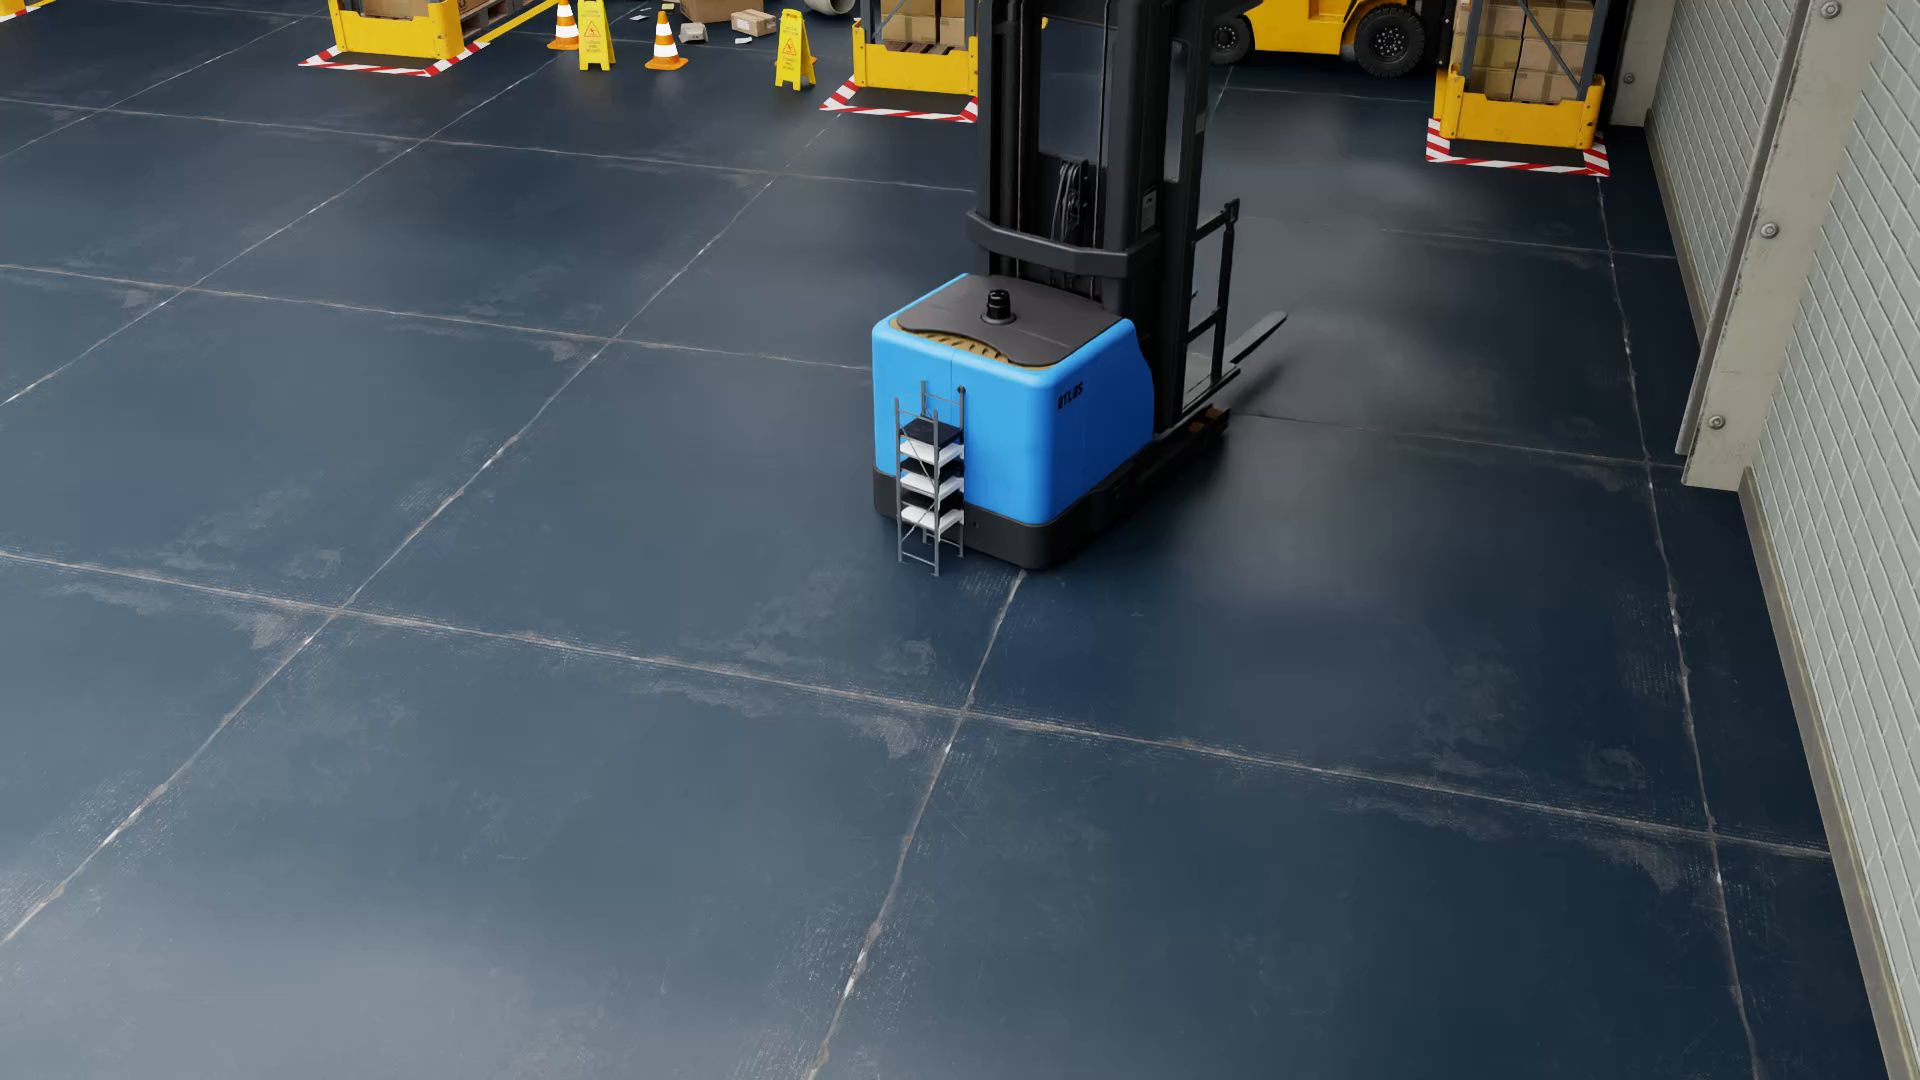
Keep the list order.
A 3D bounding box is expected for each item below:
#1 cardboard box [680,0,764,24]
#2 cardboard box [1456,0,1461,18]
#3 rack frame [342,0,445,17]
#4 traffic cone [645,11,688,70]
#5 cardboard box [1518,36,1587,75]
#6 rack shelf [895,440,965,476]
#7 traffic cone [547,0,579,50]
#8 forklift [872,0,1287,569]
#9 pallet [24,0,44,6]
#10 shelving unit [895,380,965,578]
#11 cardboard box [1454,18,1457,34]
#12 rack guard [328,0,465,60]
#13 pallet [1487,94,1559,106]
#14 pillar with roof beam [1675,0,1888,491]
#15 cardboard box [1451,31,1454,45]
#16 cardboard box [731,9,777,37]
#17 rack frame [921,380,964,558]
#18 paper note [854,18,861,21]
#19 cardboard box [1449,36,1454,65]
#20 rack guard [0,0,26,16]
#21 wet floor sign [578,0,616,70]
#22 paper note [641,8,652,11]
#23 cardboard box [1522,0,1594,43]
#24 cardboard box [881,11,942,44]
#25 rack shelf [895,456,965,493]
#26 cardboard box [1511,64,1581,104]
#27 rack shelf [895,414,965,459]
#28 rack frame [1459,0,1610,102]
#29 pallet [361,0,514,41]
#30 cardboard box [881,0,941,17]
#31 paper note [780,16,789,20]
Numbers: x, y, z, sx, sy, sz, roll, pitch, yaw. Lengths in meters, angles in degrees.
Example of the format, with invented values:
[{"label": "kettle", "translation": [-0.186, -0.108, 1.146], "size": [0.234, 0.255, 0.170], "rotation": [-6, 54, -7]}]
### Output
[{"label": "cardboard box", "translation": [-2.350, -5.390, 16.259], "size": [0.797, 0.503, 0.637], "rotation": [-14, 35, -21]}, {"label": "cardboard box", "translation": [4.395, -4.499, 13.771], "size": [0.500, 0.250, 0.500], "rotation": [9, 33, 13]}, {"label": "rack frame", "translation": [-5.160, -5.808, 14.591], "size": [1.000, 3.000, 0.127], "rotation": [8, 33, 12]}, {"label": "traffic cone", "translation": [-2.645, -4.490, 14.881], "size": [0.336, 0.463, 0.334], "rotation": [8, 33, 12]}, {"label": "cardboard box", "translation": [4.776, -3.957, 13.383], "size": [0.500, 0.250, 0.500], "rotation": [9, 33, 13]}, {"label": "rack shelf", "translation": [-0.141, -0.407, 7.778], "size": [0.258, 0.077, 0.200], "rotation": [21, 38, 29]}, {"label": "traffic cone", "translation": [-3.652, -4.820, 15.401], "size": [0.336, 0.463, 0.334], "rotation": [8, 33, 12]}, {"label": "forklift", "translation": [0.822, -1.843, 8.417], "size": [1.130, 2.935, 3.031], "rotation": [21, 38, 29]}, {"label": "pallet", "translation": [-9.673, -5.816, 17.201], "size": [1.003, 0.211, 1.213], "rotation": [8, 33, 12]}, {"label": "shelving unit", "translation": [-0.141, -0.283, 7.856], "size": [0.258, 0.900, 0.210], "rotation": [21, 38, 29]}, {"label": "cardboard box", "translation": [4.414, -4.295, 13.915], "size": [0.500, 0.250, 0.500], "rotation": [8, 33, 12]}, {"label": "rack guard", "translation": [-5.166, -4.741, 15.242], "size": [1.175, 0.500, 0.348], "rotation": [8, 33, 12]}, {"label": "pallet", "translation": [4.609, -3.739, 13.934], "size": [1.003, 0.211, 1.213], "rotation": [8, 33, 12]}, {"label": "pillar with roof beam", "translation": [-0.183, -4.756, 7.343], "size": [9.100, 9.000, 0.400], "rotation": [8, 33, 12]}, {"label": "cardboard box", "translation": [4.650, -4.605, 14.869], "size": [0.500, 0.250, 0.500], "rotation": [9, 34, 14]}, {"label": "cardboard box", "translation": [-1.968, -4.939, 15.880], "size": [0.380, 0.149, 0.250], "rotation": [28, 42, 36]}, {"label": "rack frame", "translation": [-0.083, -0.328, 7.927], "size": [0.240, 0.900, 0.006], "rotation": [21, 38, 29]}, {"label": "paper note", "translation": [-0.959, -5.080, 16.212], "size": [0.142, 0.019, 0.148], "rotation": [-3, 33, -4]}, {"label": "cardboard box", "translation": [4.405, -4.074, 14.033], "size": [0.500, 0.250, 0.500], "rotation": [8, 33, 12]}, {"label": "rack guard", "translation": [-9.913, -5.521, 16.468], "size": [1.175, 0.500, 0.348], "rotation": [8, 33, 12]}, {"label": "wet floor sign", "translation": [-3.252, -4.530, 14.775], "size": [0.267, 0.644, 0.232], "rotation": [3, 33, 4]}, {"label": "paper note", "translation": [-3.126, -5.282, 16.549], "size": [0.032, 0.001, 0.123], "rotation": [28, 42, 36]}, {"label": "cardboard box", "translation": [4.761, -4.176, 13.262], "size": [0.500, 0.250, 0.500], "rotation": [8, 33, 12]}, {"label": "cardboard box", "translation": [-0.396, -4.672, 14.975], "size": [0.500, 0.250, 0.500], "rotation": [8, 33, 12]}, {"label": "rack shelf", "translation": [-0.141, -0.331, 7.826], "size": [0.258, 0.077, 0.200], "rotation": [21, 38, 29]}, {"label": "cardboard box", "translation": [4.769, -3.758, 13.537], "size": [0.500, 0.250, 0.500], "rotation": [8, 33, 13]}, {"label": "rack shelf", "translation": [-0.141, -0.483, 7.729], "size": [0.258, 0.077, 0.200], "rotation": [21, 38, 29]}, {"label": "rack frame", "translation": [4.456, -4.513, 12.553], "size": [1.000, 3.000, 0.127], "rotation": [8, 33, 12]}, {"label": "pallet", "translation": [-5.033, -5.057, 16.008], "size": [1.003, 0.211, 1.213], "rotation": [8, 33, 12]}, {"label": "cardboard box", "translation": [-0.396, -4.972, 14.747], "size": [0.500, 0.500, 0.500], "rotation": [8, 33, 13]}, {"label": "paper note", "translation": [-1.671, -5.111, 16.272], "size": [0.148, 0.019, 0.142], "rotation": [20, 38, 29]}]
